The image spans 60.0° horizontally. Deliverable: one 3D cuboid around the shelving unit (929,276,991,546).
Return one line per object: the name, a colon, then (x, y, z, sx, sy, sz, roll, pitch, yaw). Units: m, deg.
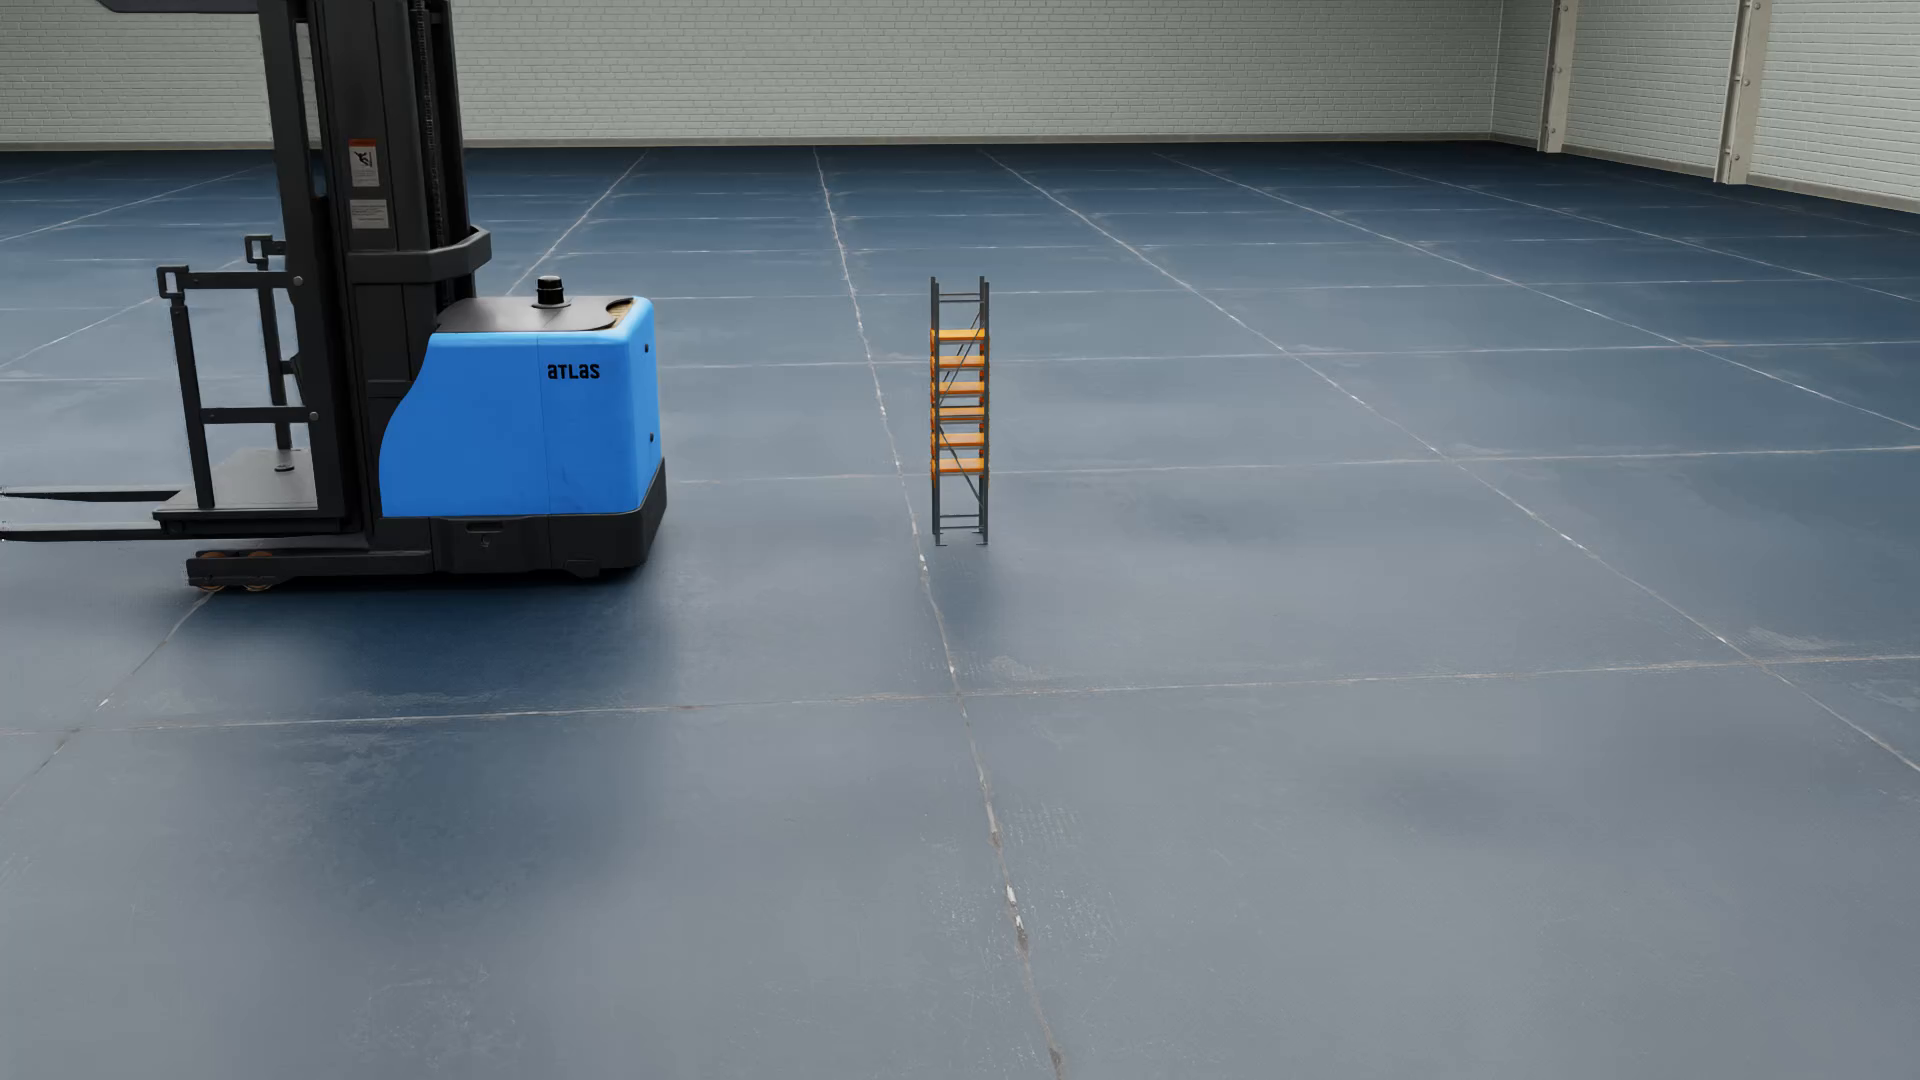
shelving unit: (-0.001, -0.577, 7.511, 0.258, 1.200, 0.189, -2, 18, -6)

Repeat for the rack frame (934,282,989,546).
rack frame: (0.008, -0.550, 7.424, 0.240, 1.200, 0.006, -2, 18, -6)

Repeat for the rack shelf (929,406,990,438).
rack shelf: (-0.001, -0.534, 7.524, 0.258, 0.103, 0.180, -2, 18, -6)

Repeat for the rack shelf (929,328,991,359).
rack shelf: (-0.002, -0.878, 7.417, 0.258, 0.103, 0.180, -2, 18, -6)

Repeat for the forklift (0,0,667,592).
forklift: (-2.891, -1.342, 7.059, 3.031, 2.935, 1.130, -1, 17, -3)

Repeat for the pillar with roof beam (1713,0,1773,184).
pillar with roof beam: (6.973, -9.377, 22.522, 9.100, 9.000, 0.400, -2, 18, -6)

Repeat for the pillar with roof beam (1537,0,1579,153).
pillar with roof beam: (6.354, -11.165, 28.216, 9.100, 9.000, 0.400, -2, 18, -6)

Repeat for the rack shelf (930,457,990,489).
rack shelf: (-0.001, -0.305, 7.596, 0.258, 0.103, 0.180, -2, 18, -6)

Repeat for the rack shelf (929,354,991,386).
rack shelf: (-0.002, -0.763, 7.453, 0.258, 0.103, 0.180, -2, 18, -6)

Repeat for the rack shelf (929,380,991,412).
rack shelf: (-0.001, -0.649, 7.488, 0.258, 0.103, 0.180, -2, 18, -6)

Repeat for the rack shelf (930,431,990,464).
rack shelf: (-0.001, -0.420, 7.560, 0.258, 0.103, 0.180, -2, 18, -6)

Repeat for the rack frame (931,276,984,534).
rack frame: (-0.011, -0.604, 7.598, 0.240, 1.200, 0.006, -2, 18, -6)
